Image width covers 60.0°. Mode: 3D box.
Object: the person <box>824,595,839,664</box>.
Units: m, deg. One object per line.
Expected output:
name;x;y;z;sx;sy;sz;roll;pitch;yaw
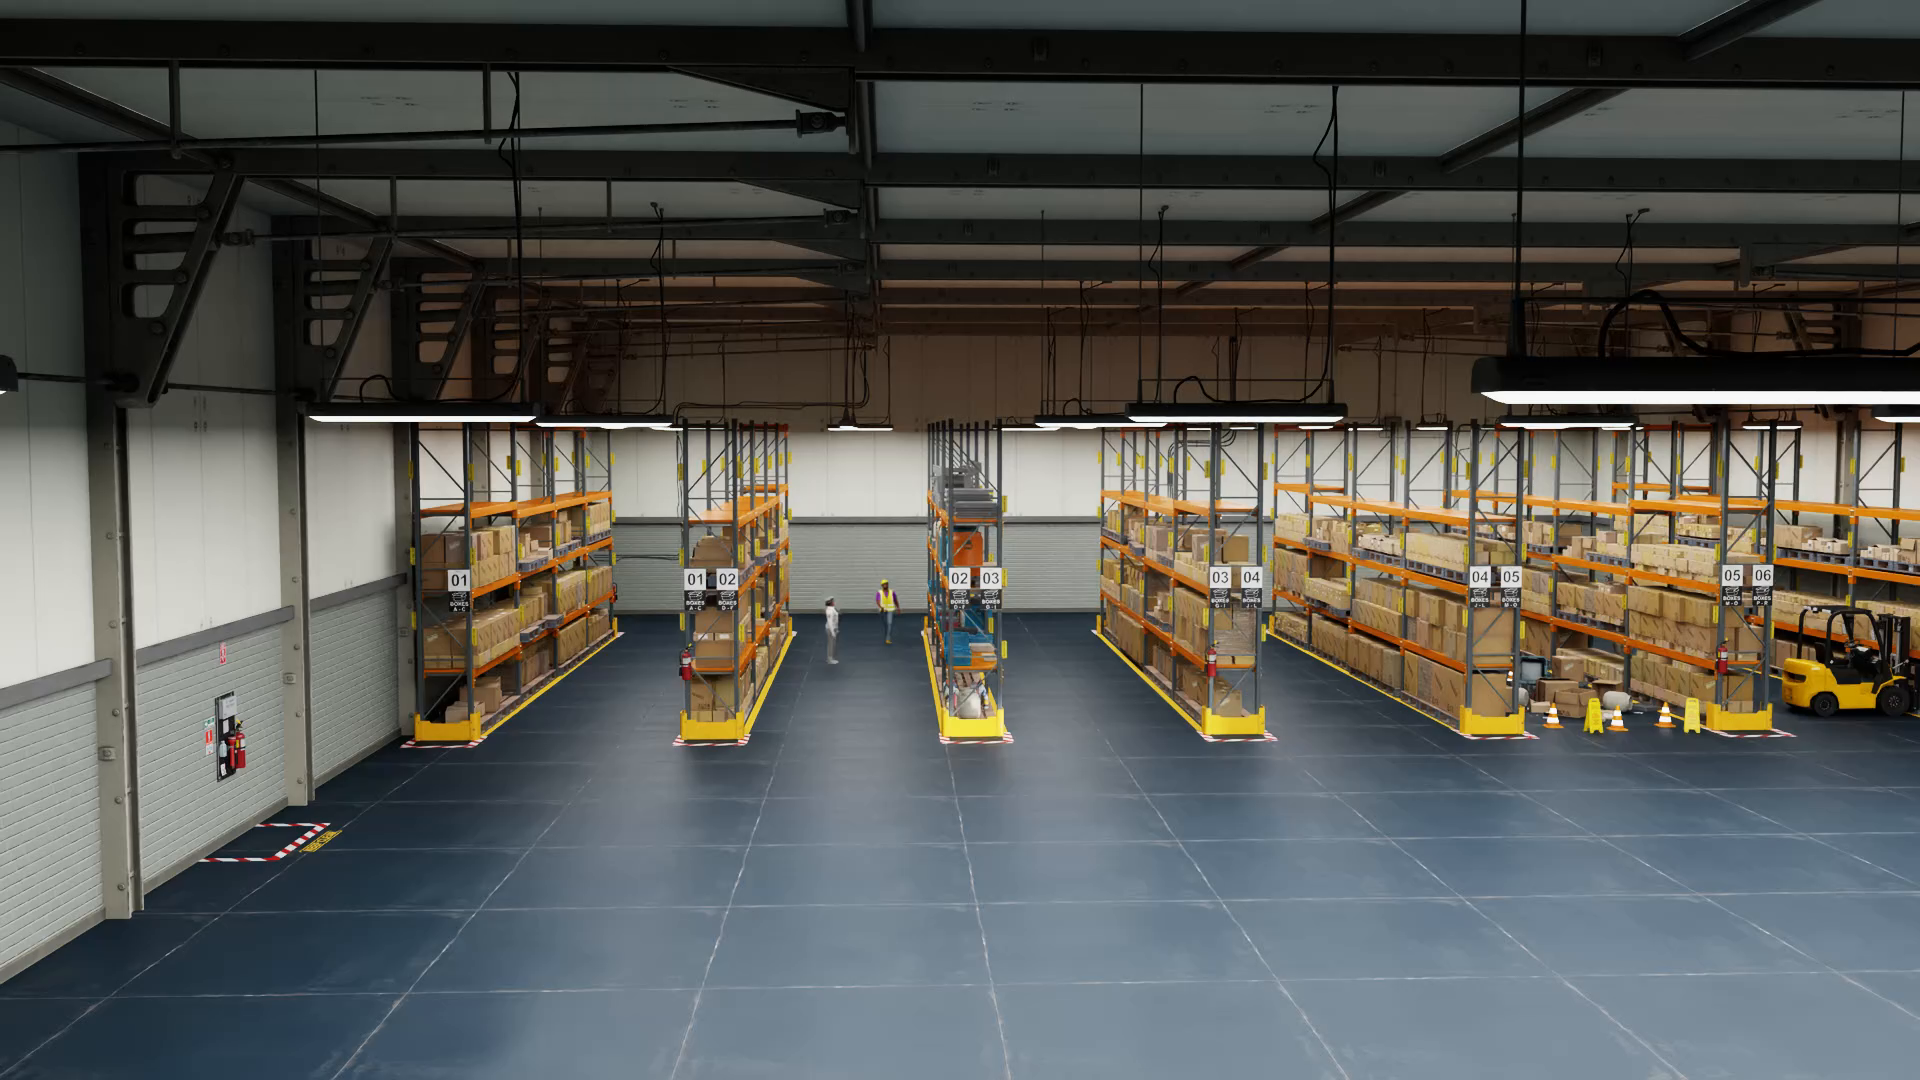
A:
person;-3.163;2.209;41.014;0.349;1.697;0.537;1;4;14

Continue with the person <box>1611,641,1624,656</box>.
person;16.667;2.183;42.346;0.566;1.632;0.471;-3;5;-43

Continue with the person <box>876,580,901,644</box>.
person;-1.989;1.941;45.394;0.630;1.712;0.917;1;4;8
